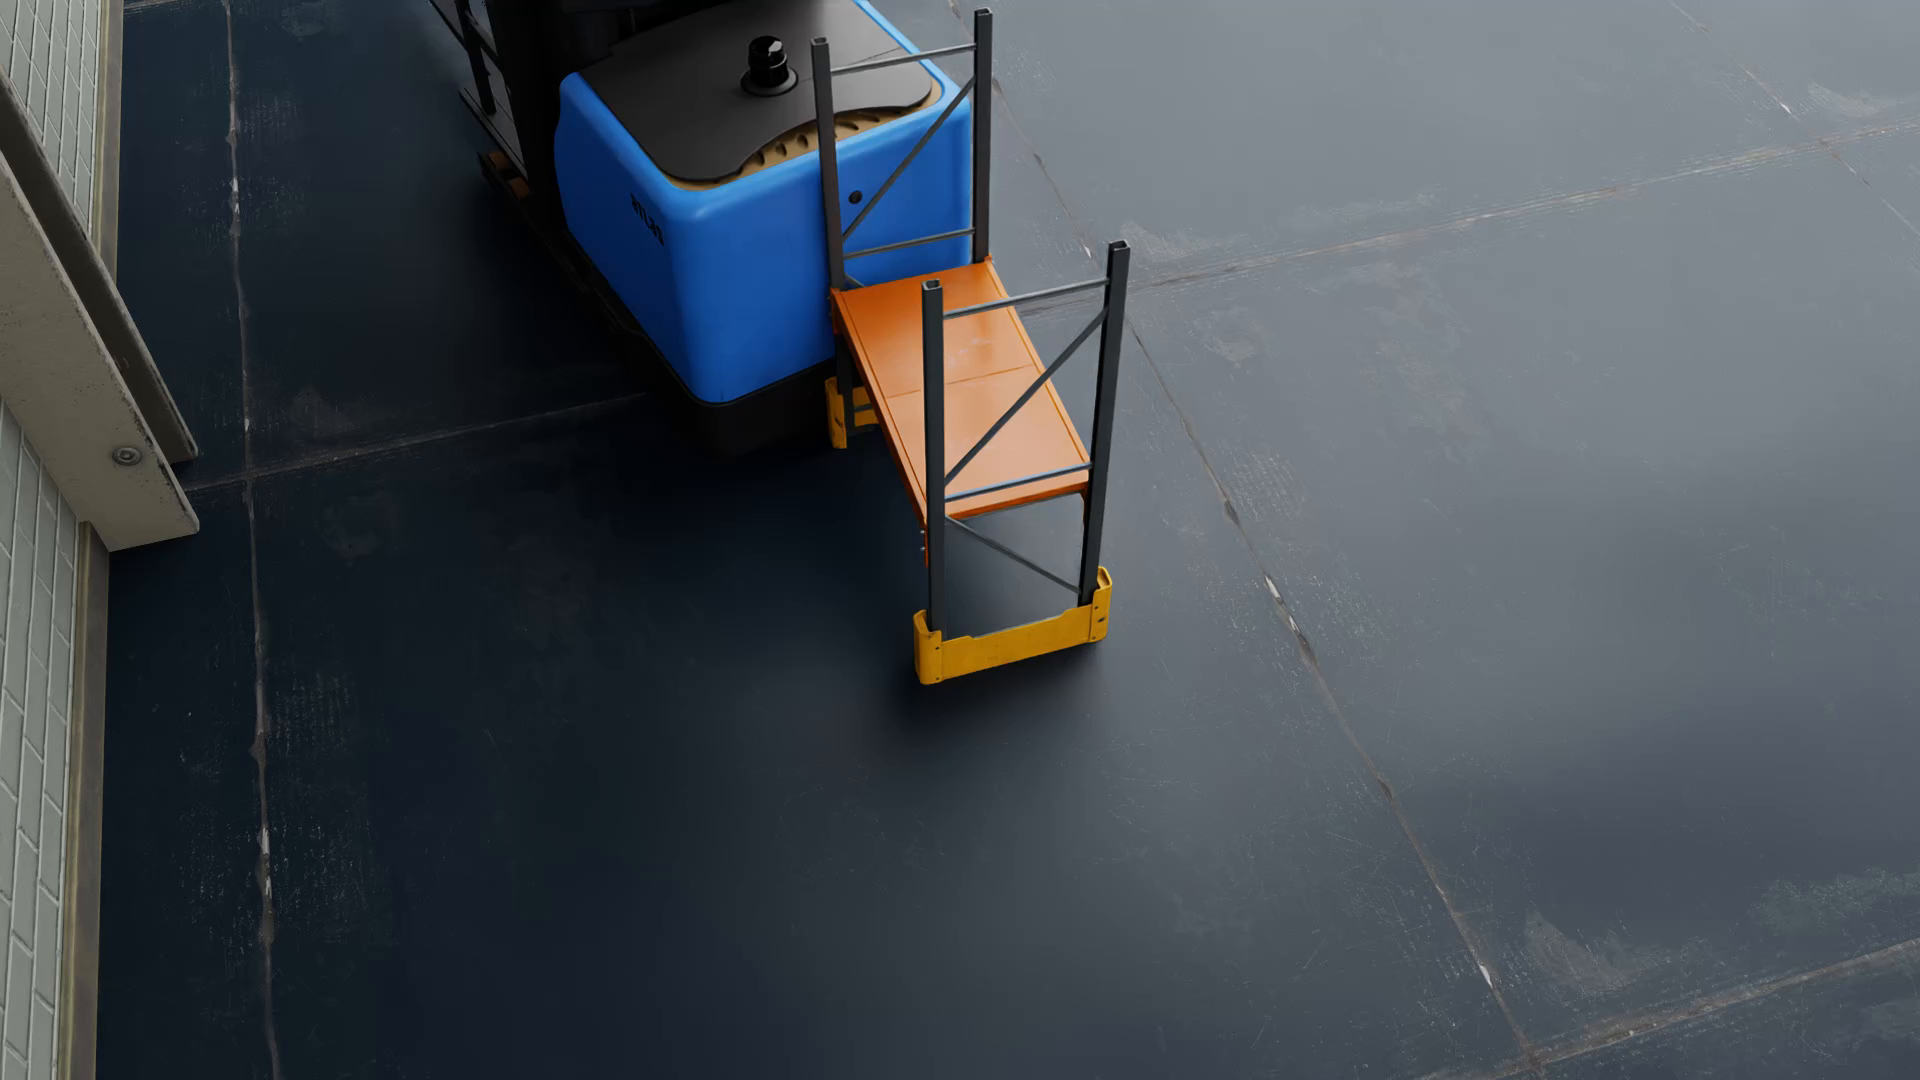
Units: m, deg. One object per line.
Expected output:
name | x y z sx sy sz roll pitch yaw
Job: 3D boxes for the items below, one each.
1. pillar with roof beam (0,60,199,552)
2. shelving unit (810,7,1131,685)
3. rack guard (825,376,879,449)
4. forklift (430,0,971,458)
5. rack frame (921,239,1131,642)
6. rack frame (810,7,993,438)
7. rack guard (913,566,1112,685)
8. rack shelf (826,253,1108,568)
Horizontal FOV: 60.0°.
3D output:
pillar with roof beam | 1.494 -4.008 2.743 9.100 9.000 0.400 -13 51 -11
shelving unit | 0.003 -0.515 4.703 0.587 1.500 1.083 -14 51 -11
rack guard | -0.149 -0.474 5.486 0.587 0.250 0.087 -14 51 -11
forklift | -1.168 -2.322 5.291 1.130 2.935 3.031 -26 55 -20
rack frame | 0.154 -0.151 4.396 0.500 1.500 0.032 -14 51 -11
rack frame | -0.155 -0.891 5.021 0.500 1.500 0.032 -14 51 -11
rack guard | 0.154 0.251 4.875 0.587 0.250 0.087 -14 51 -11
rack shelf | 0.000 -0.405 4.846 0.538 0.185 1.000 -14 51 -11
